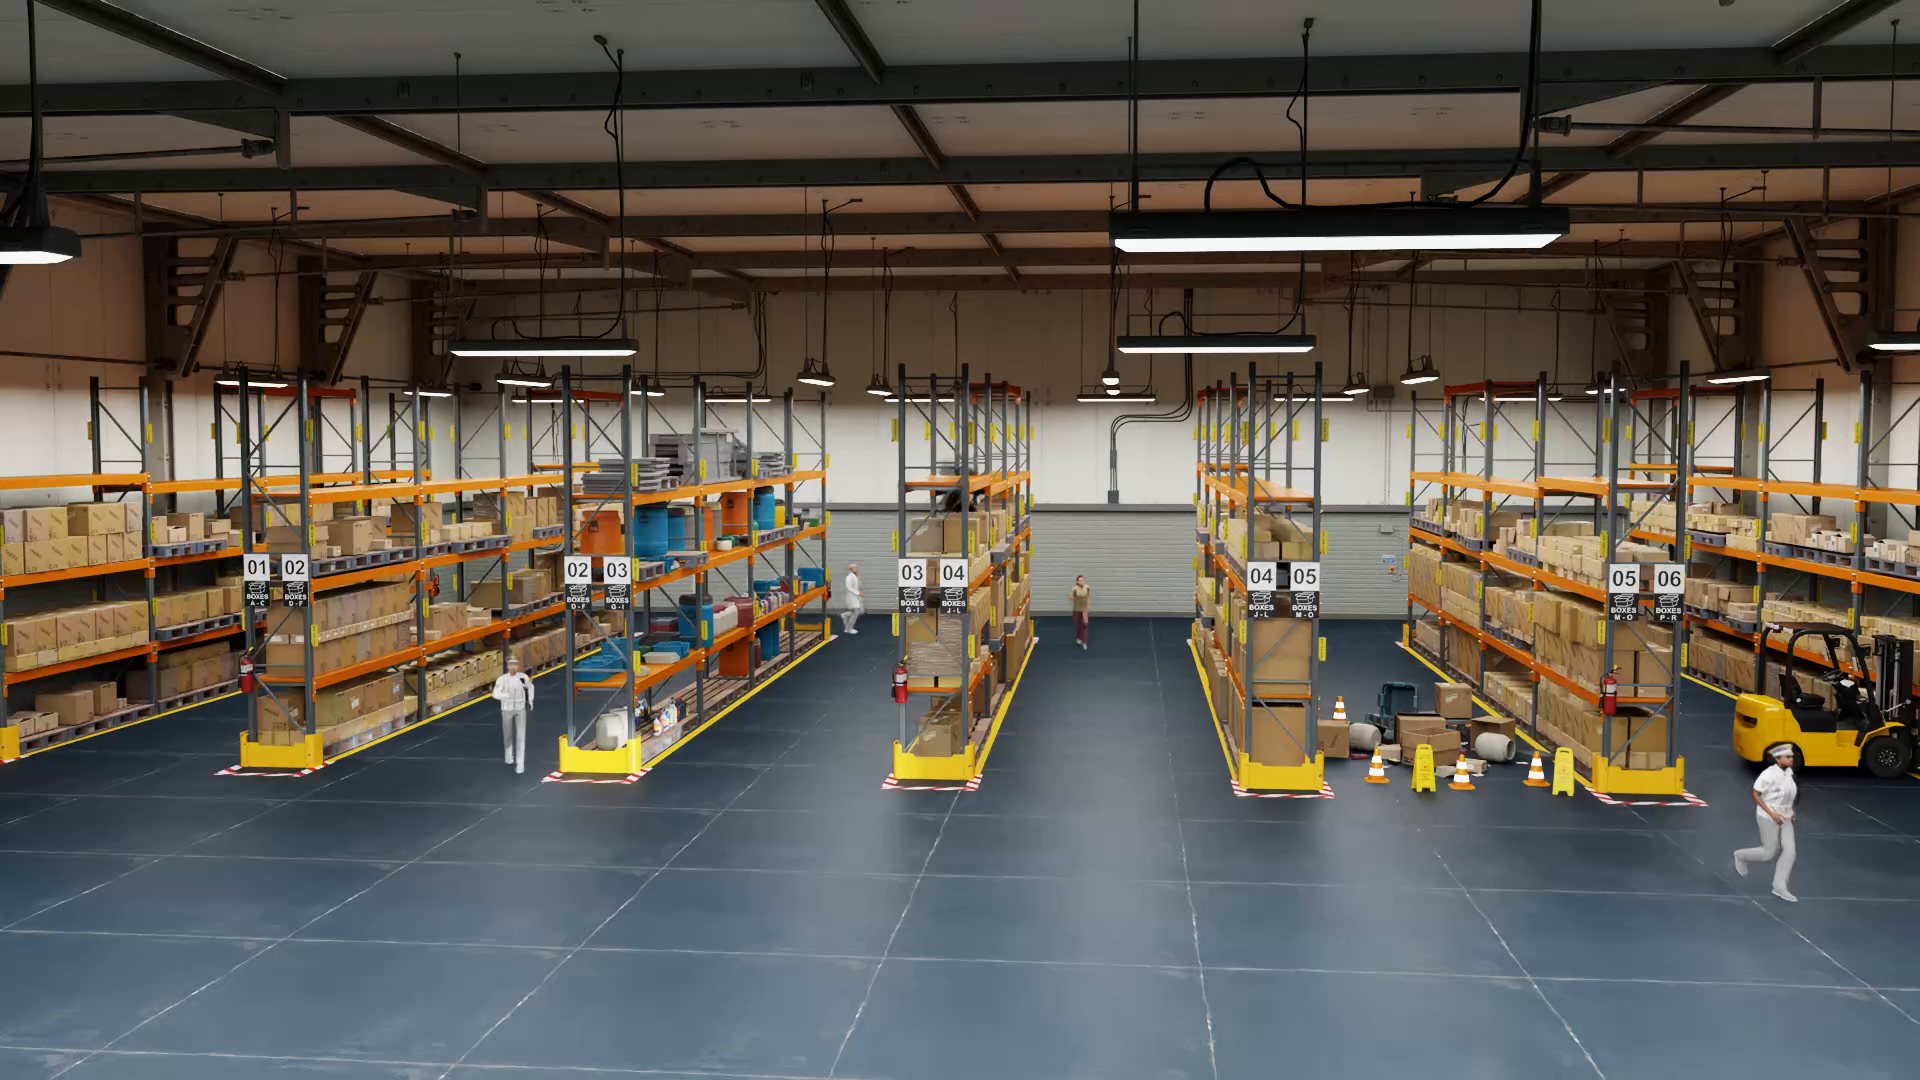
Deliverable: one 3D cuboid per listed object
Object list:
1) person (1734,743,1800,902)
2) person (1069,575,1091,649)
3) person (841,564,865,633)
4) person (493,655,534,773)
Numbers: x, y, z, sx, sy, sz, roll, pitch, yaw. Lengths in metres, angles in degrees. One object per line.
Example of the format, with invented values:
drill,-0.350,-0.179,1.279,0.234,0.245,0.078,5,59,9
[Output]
person,8.838,3.024,18.114,0.600,1.676,0.763,-2,4,-30
person,2.805,1.685,38.932,0.563,1.738,0.838,0,4,-4
person,-2.674,1.464,41.735,0.706,1.740,0.728,1,4,17
person,-6.625,2.545,24.719,0.608,1.693,0.913,-1,4,-17
